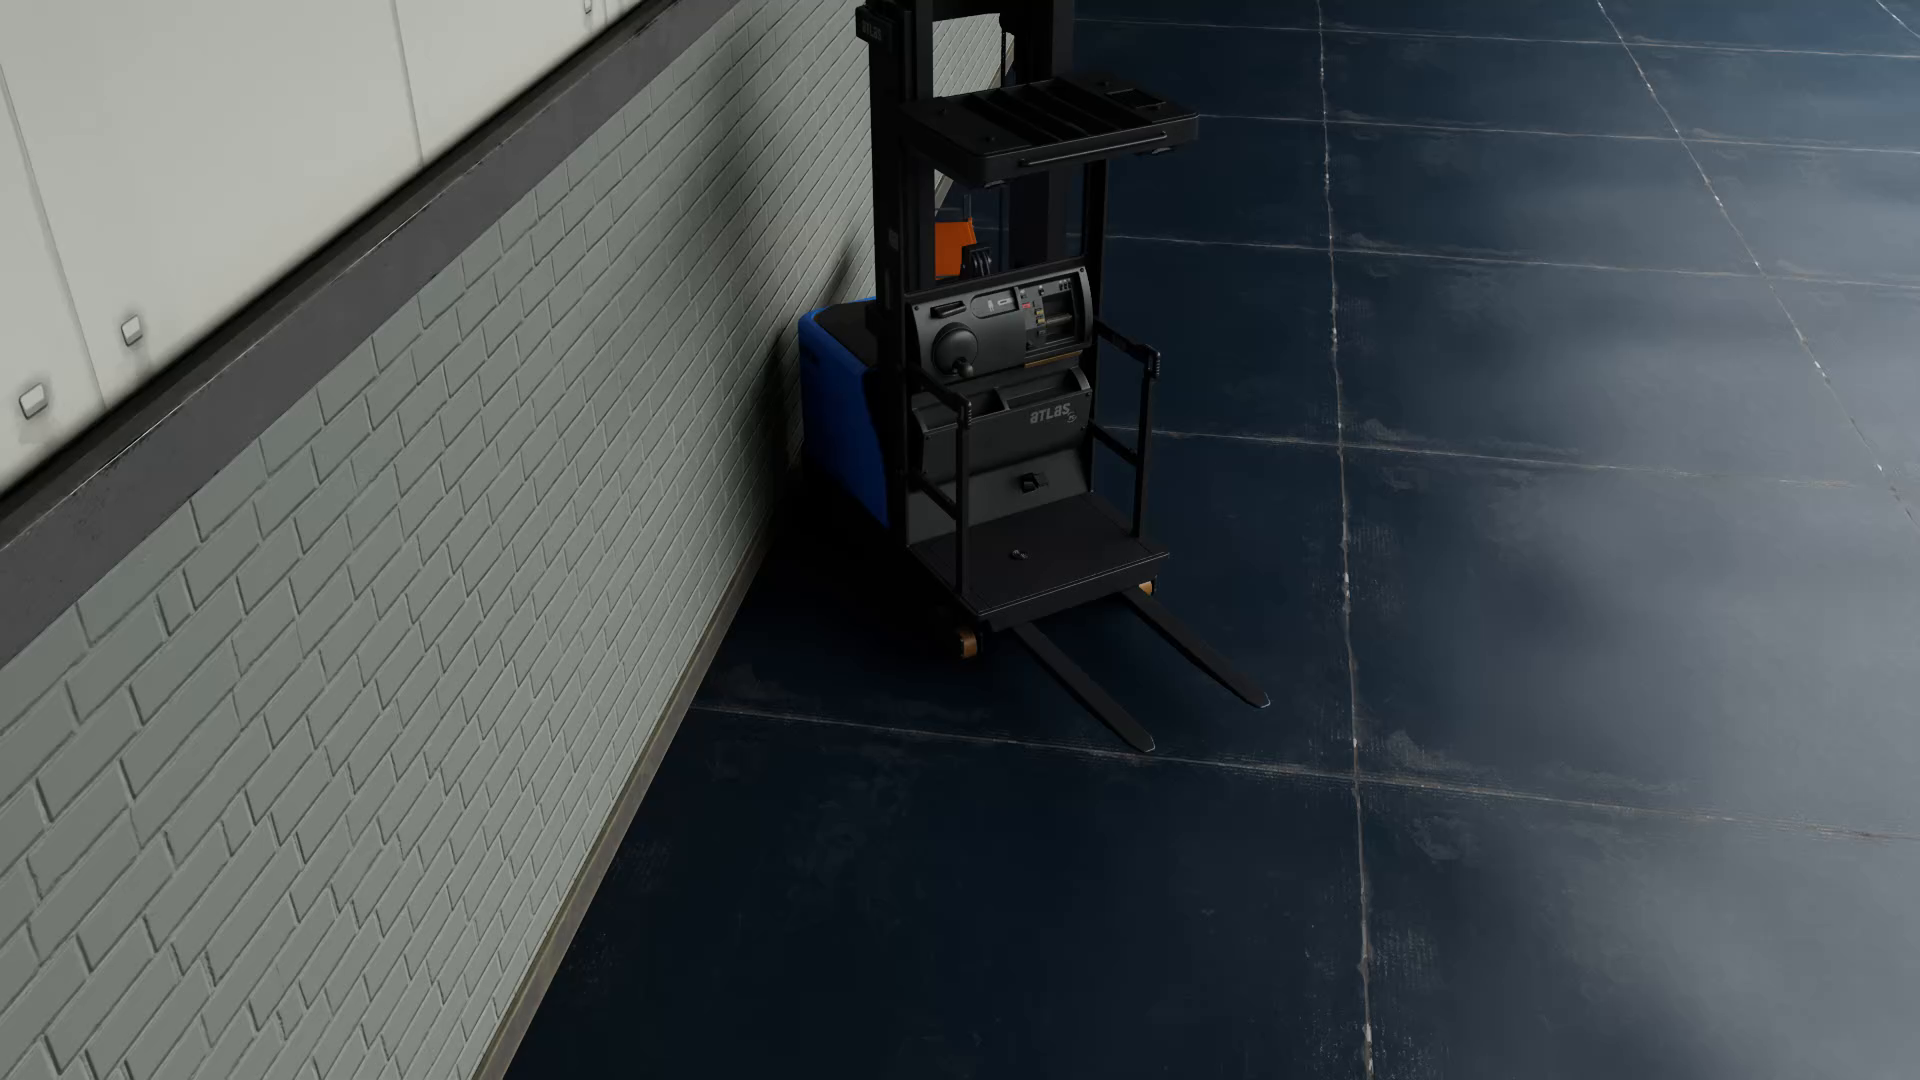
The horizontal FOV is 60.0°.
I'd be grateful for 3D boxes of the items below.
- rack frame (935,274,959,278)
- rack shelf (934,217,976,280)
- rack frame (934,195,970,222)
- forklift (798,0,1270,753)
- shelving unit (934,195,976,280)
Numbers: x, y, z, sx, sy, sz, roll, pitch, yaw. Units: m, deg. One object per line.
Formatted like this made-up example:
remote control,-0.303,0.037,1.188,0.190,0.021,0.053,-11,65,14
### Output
rack frame,-0.095,-1.028,9.332,0.500,1.125,0.032,-3,32,-4
rack shelf,-0.142,-1.544,9.605,0.538,0.278,1.000,-3,32,-4
rack frame,-0.189,-1.565,10.190,0.500,1.125,0.032,-3,32,-4
forklift,0.308,-0.954,7.512,1.130,2.935,3.031,-17,36,-25
shelving unit,-0.142,-1.296,9.761,0.538,1.125,1.048,-3,32,-4
